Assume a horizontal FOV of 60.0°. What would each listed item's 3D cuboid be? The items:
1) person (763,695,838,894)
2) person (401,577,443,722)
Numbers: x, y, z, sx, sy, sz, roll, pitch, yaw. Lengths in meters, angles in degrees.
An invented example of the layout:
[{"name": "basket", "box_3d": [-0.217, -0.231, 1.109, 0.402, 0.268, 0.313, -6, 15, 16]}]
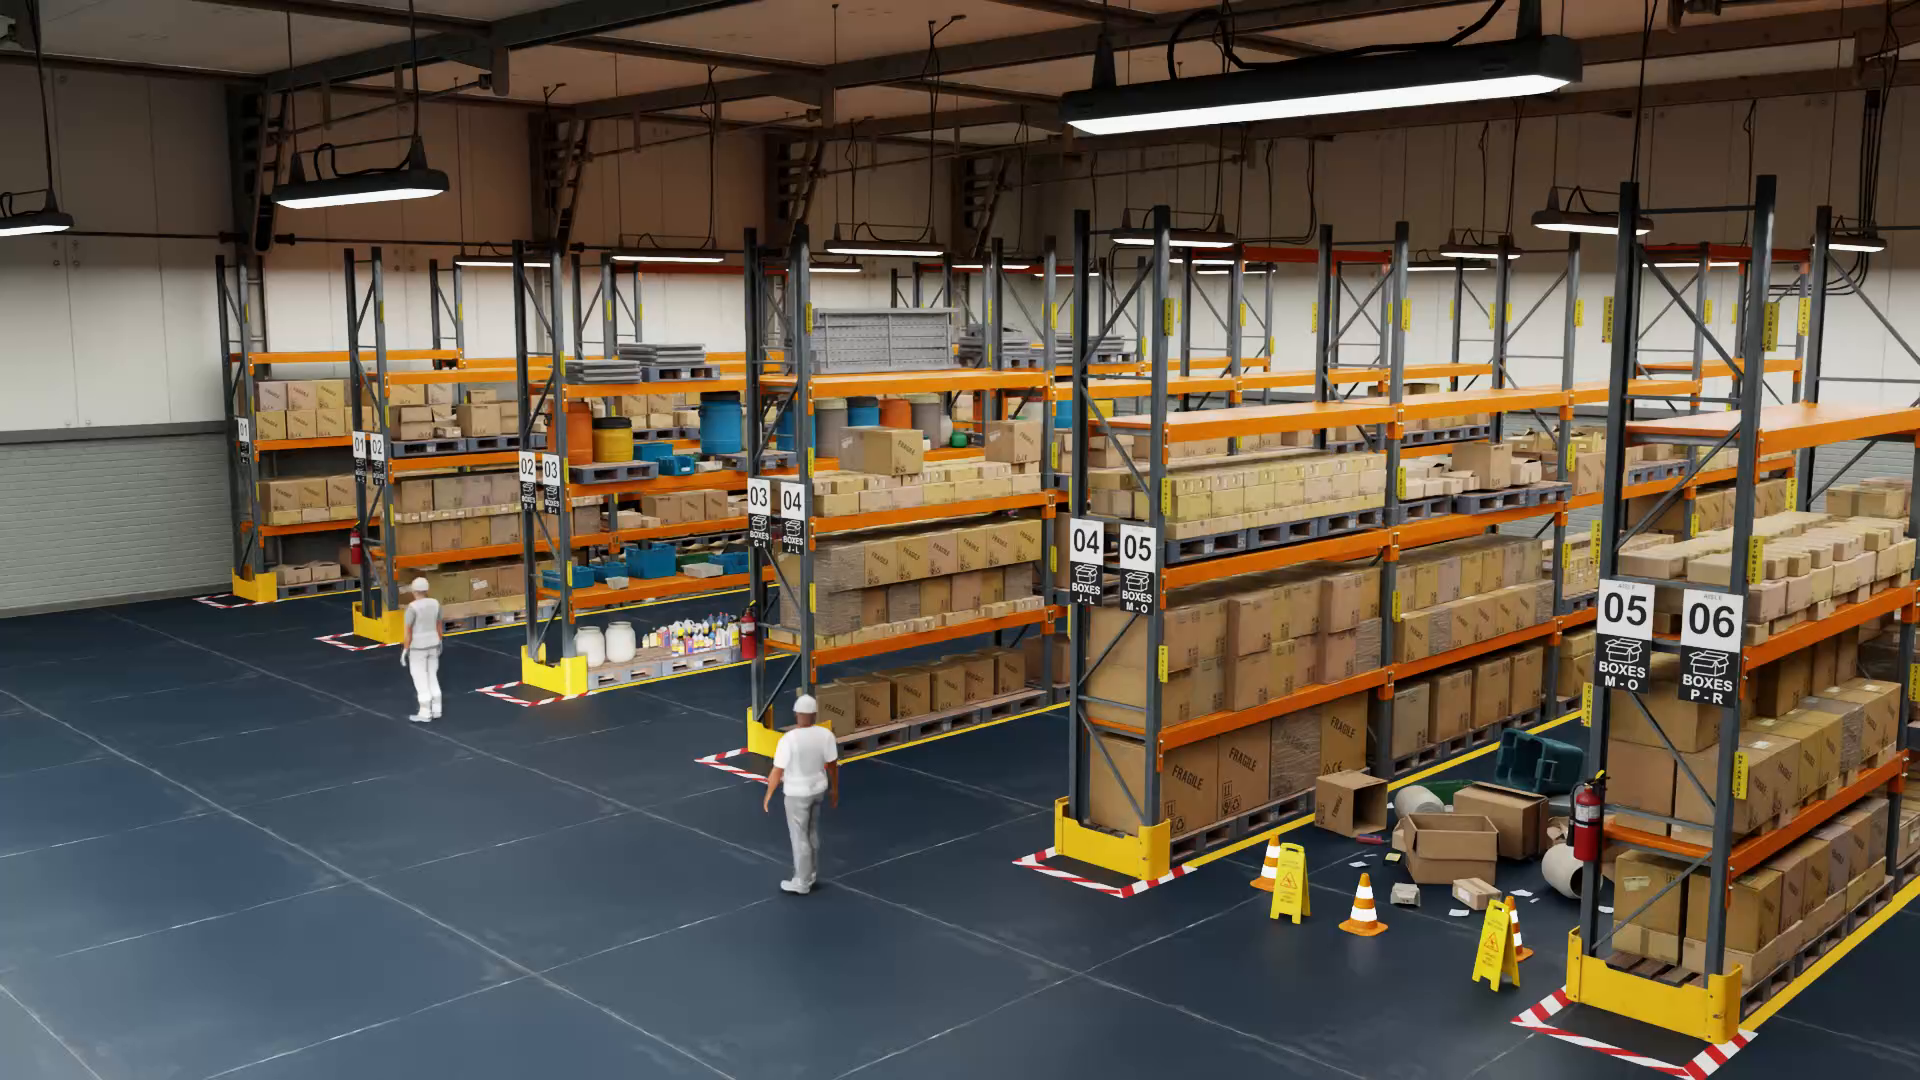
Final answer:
[{"name": "person", "box_3d": [-1.413, 2.229, 14.645, 0.545, 1.776, 0.584, 6, 10, 35]}, {"name": "person", "box_3d": [-6.674, 1.363, 20.667, 0.353, 1.820, 0.676, 4, 9, 27]}]
